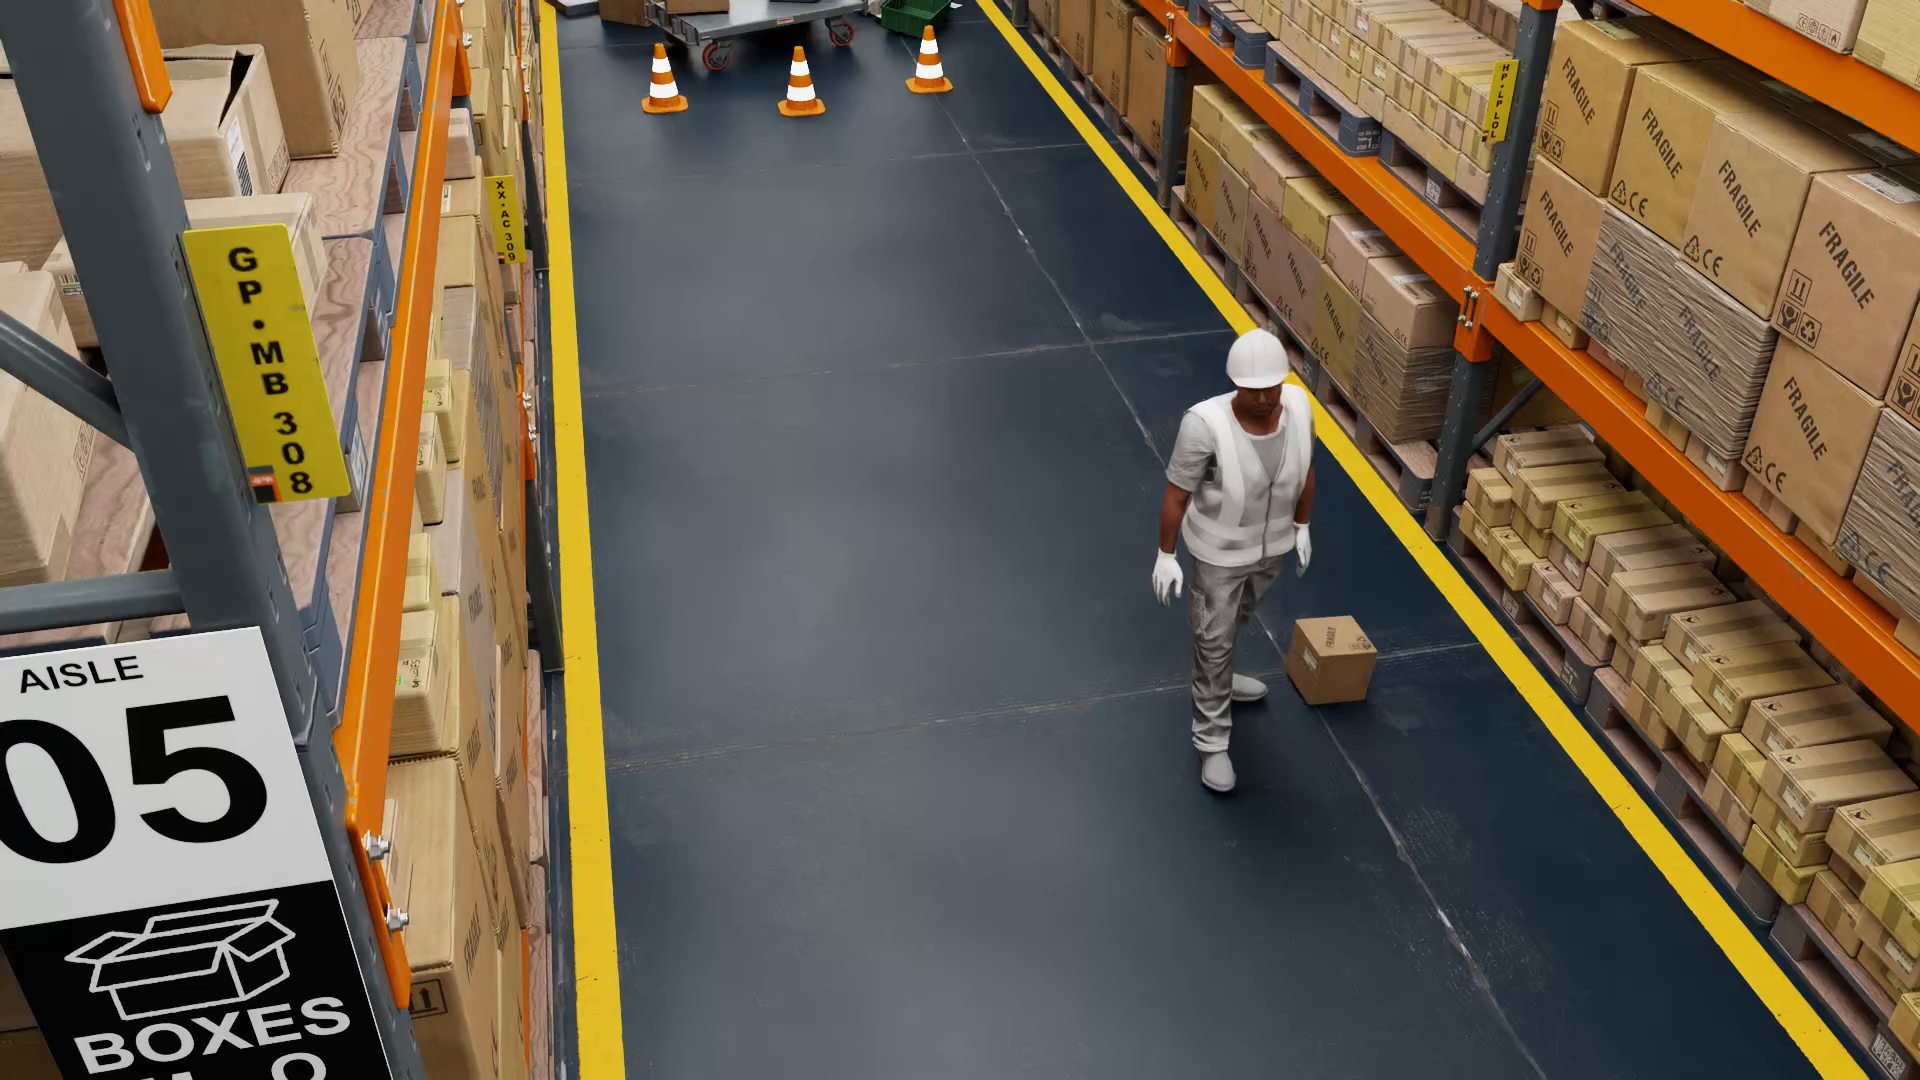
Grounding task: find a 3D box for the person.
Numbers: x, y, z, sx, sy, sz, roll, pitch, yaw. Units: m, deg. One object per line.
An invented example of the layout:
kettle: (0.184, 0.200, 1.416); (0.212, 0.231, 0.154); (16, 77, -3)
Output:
person: (1.012, 0.044, 6.059); (0.636, 1.789, 0.643); (-16, 37, -22)
